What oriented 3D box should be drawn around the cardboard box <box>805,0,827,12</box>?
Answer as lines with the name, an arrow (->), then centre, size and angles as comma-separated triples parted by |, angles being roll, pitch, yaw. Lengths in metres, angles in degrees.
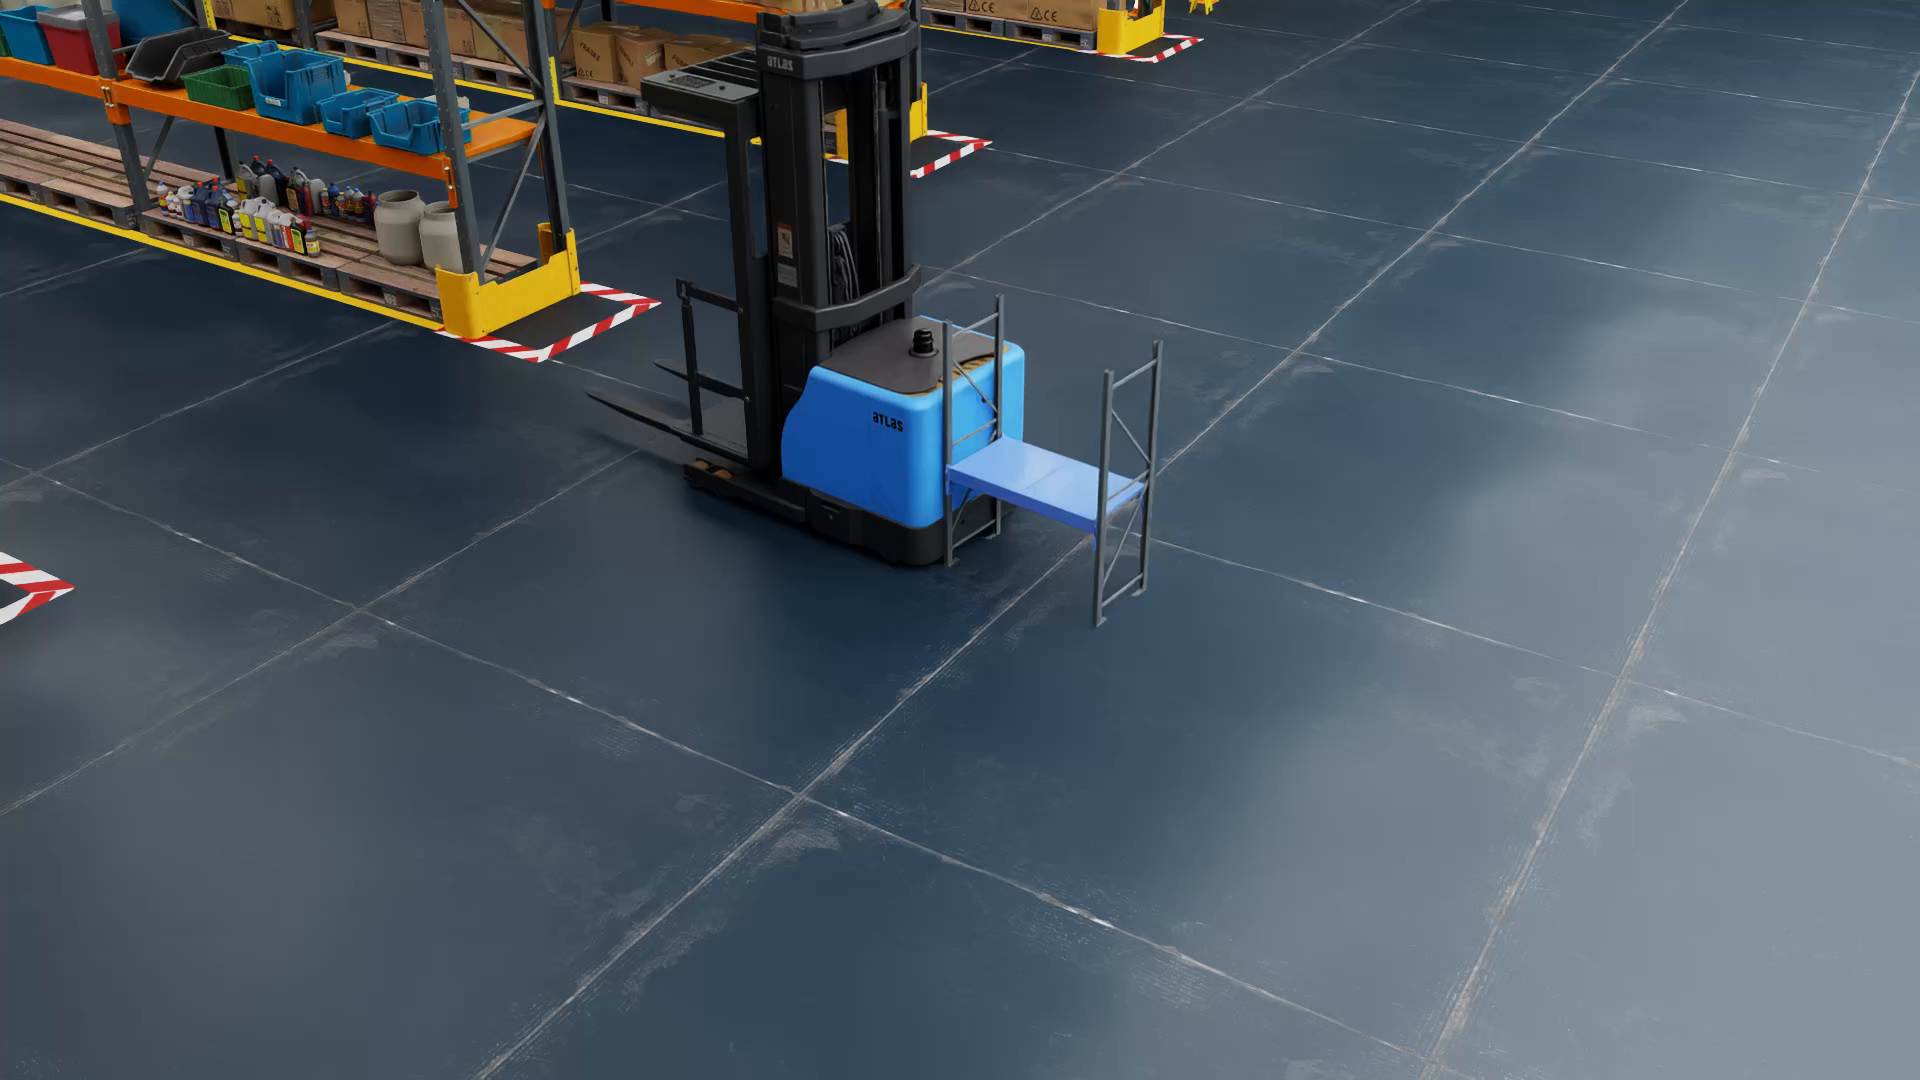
cardboard box -> -1.260, -5.123, 15.804 | 0.250, 0.149, 0.380 | 18, 35, 27

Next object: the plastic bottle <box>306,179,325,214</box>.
plastic bottle -> -5.448, -2.915, 14.036 | 0.135, 0.276, 0.152 | 18, 35, 28

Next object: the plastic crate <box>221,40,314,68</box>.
plastic crate -> -5.637, -3.889, 13.587 | 0.616, 0.251, 0.499 | 18, 35, 27

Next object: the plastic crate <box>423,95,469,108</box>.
plastic crate -> -3.918, -3.325, 12.735 | 0.250, 0.136, 0.298 | 18, 35, 27

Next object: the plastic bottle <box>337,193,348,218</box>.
plastic bottle -> -5.160, -2.807, 13.926 | 0.097, 0.201, 0.097 | 0, 30, 0

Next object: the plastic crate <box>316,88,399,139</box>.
plastic crate -> -4.461, -3.181, 12.373 | 0.408, 0.251, 0.499 | 18, 35, 27

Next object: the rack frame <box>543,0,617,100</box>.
rack frame -> -4.085, -6.248, 17.482 | 0.127, 3.000, 1.000 | 18, 35, 27

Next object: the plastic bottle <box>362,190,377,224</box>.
plastic bottle -> -4.883, -2.766, 13.774 | 0.133, 0.283, 0.061 | 18, 35, 28

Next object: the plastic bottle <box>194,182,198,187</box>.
plastic bottle -> -6.337, -2.849, 13.915 | 0.133, 0.283, 0.061 | 18, 35, 27

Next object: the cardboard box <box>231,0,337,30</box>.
cardboard box -> -8.047, -6.777, 20.081 | 0.875, 0.875, 1.225 | 16, 34, 25

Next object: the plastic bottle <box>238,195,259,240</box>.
plastic bottle -> -5.736, -2.622, 13.459 | 0.185, 0.351, 0.144 | 17, 34, 27

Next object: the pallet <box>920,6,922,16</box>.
pallet -> -0.760, -6.896, 21.361 | 1.213, 0.211, 1.003 | 18, 35, 27

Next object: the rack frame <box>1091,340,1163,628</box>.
rack frame -> 0.874, -0.276, 8.735 | 0.032, 1.500, 0.500 | 22, 37, 32

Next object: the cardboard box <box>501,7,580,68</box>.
cardboard box -> -4.594, -5.532, 18.299 | 0.500, 0.500, 0.700 | 15, 33, 24

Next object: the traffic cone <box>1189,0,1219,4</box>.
traffic cone -> 3.219, -7.310, 21.820 | 0.334, 0.463, 0.336 | 18, 35, 27

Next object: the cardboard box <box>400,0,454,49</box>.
cardboard box -> -5.935, -5.966, 19.044 | 0.500, 0.500, 0.700 | 21, 36, 31

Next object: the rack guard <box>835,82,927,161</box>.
rack guard -> -0.762, -4.117, 16.310 | 0.348, 0.500, 1.175 | 18, 35, 27

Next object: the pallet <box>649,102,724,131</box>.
pallet -> -2.460, -4.552, 17.343 | 1.213, 0.211, 1.003 | 18, 35, 27

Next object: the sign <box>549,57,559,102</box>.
sign -> -3.035, -3.415, 12.353 | 0.005, 0.325, 0.100 | 18, 35, 27

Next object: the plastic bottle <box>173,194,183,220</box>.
plastic bottle -> -6.509, -2.788, 13.893 | 0.097, 0.201, 0.097 | 0, 30, 0

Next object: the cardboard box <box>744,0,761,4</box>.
cardboard box -> -1.892, -5.326, 16.152 | 0.250, 0.149, 0.380 | 18, 35, 27

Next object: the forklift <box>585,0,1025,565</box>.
forklift -> -1.085, -1.716, 9.783 | 3.031, 2.935, 1.130 | 22, 37, 32

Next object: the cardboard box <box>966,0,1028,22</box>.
cardboard box -> 0.669, -6.918, 20.323 | 0.875, 0.875, 0.875 | 17, 34, 27

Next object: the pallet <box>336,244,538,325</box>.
pallet -> -4.105, -2.078, 13.102 | 1.213, 0.211, 1.003 | 18, 35, 27

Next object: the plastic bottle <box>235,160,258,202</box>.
plastic bottle -> -6.097, -3.068, 14.225 | 0.185, 0.351, 0.144 | 18, 35, 27

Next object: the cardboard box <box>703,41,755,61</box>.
cardboard box -> -2.262, -4.773, 17.019 | 0.500, 0.500, 0.500 | 21, 36, 32

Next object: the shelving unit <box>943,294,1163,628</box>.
shelving unit -> 0.474, -0.434, 9.006 | 1.048, 1.500, 0.538 | 22, 37, 32

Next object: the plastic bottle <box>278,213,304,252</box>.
plastic bottle -> -5.318, -2.460, 13.256 | 0.135, 0.276, 0.152 | 18, 35, 28

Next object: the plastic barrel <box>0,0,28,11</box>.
plastic barrel -> -8.400, -4.855, 14.960 | 0.433, 0.535, 0.433 | 0, 30, 0

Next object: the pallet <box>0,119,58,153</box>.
pallet -> -9.471, -3.777, 16.014 | 1.213, 0.211, 1.003 | 18, 35, 27

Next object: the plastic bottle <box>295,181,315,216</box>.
plastic bottle -> -5.504, -2.872, 13.955 | 0.133, 0.283, 0.061 | 18, 35, 27

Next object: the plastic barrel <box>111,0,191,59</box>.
plastic barrel -> -6.885, -4.583, 14.132 | 0.708, 0.901, 0.600 | 18, 35, 27

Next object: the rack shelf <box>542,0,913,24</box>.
rack shelf -> -2.391, -5.401, 16.745 | 4.000, 0.370, 1.077 | 18, 35, 27

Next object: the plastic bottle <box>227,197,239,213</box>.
plastic bottle -> -5.951, -2.678, 13.634 | 0.097, 0.271, 0.097 | 0, 30, 0

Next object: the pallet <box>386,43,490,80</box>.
pallet -> -5.783, -5.578, 19.101 | 1.213, 0.211, 1.003 | 18, 35, 27

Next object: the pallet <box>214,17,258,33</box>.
pallet -> -9.130, -6.685, 21.000 | 1.213, 0.211, 1.003 | 18, 35, 27

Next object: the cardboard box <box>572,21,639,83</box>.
cardboard box -> -3.768, -5.225, 17.793 | 0.500, 0.500, 0.500 | 16, 34, 26

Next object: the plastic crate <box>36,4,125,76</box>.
plastic crate -> -7.291, -4.160, 13.841 | 0.583, 0.464, 0.402 | 18, 35, 27

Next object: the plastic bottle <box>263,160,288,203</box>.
plastic bottle -> -5.857, -3.079, 14.243 | 0.185, 0.351, 0.144 | 16, 34, 25

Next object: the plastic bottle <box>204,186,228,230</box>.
plastic bottle -> -6.096, -2.736, 13.655 | 0.185, 0.351, 0.144 | 16, 34, 25

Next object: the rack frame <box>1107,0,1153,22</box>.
rack frame -> 2.025, -7.266, 19.228 | 0.127, 3.000, 1.000 | 18, 35, 27

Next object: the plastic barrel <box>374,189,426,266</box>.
plastic barrel -> -4.353, -2.447, 13.020 | 0.421, 0.512, 0.421 | 0, 30, 0
